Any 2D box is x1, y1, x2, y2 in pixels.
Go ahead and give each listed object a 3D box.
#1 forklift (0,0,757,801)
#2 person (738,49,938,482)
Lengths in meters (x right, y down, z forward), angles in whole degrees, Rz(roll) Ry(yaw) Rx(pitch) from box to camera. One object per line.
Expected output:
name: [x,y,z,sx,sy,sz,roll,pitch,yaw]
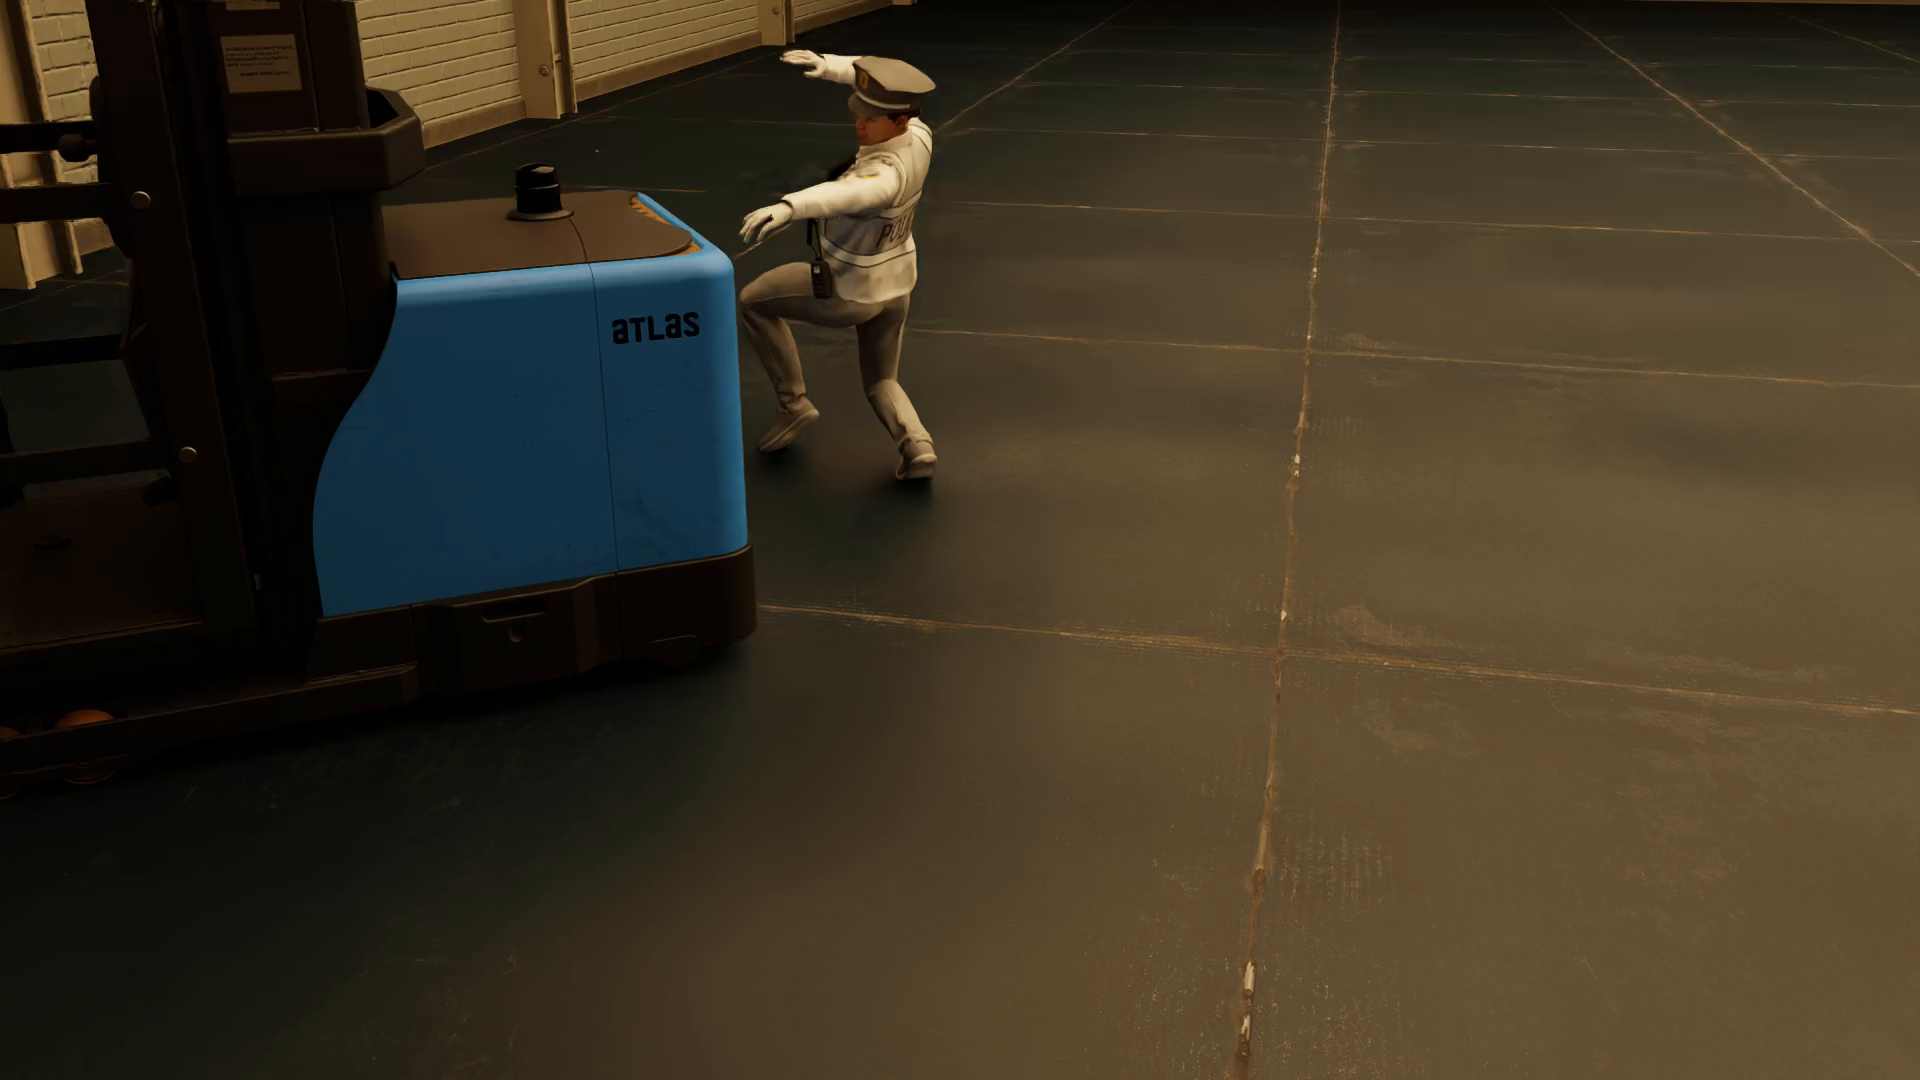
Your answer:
forklift: [-2.102,-0.999,3.716,3.031,2.935,1.130,-9,24,-21]
person: [-0.547,-0.828,5.344,0.848,1.429,0.976,18,28,37]
